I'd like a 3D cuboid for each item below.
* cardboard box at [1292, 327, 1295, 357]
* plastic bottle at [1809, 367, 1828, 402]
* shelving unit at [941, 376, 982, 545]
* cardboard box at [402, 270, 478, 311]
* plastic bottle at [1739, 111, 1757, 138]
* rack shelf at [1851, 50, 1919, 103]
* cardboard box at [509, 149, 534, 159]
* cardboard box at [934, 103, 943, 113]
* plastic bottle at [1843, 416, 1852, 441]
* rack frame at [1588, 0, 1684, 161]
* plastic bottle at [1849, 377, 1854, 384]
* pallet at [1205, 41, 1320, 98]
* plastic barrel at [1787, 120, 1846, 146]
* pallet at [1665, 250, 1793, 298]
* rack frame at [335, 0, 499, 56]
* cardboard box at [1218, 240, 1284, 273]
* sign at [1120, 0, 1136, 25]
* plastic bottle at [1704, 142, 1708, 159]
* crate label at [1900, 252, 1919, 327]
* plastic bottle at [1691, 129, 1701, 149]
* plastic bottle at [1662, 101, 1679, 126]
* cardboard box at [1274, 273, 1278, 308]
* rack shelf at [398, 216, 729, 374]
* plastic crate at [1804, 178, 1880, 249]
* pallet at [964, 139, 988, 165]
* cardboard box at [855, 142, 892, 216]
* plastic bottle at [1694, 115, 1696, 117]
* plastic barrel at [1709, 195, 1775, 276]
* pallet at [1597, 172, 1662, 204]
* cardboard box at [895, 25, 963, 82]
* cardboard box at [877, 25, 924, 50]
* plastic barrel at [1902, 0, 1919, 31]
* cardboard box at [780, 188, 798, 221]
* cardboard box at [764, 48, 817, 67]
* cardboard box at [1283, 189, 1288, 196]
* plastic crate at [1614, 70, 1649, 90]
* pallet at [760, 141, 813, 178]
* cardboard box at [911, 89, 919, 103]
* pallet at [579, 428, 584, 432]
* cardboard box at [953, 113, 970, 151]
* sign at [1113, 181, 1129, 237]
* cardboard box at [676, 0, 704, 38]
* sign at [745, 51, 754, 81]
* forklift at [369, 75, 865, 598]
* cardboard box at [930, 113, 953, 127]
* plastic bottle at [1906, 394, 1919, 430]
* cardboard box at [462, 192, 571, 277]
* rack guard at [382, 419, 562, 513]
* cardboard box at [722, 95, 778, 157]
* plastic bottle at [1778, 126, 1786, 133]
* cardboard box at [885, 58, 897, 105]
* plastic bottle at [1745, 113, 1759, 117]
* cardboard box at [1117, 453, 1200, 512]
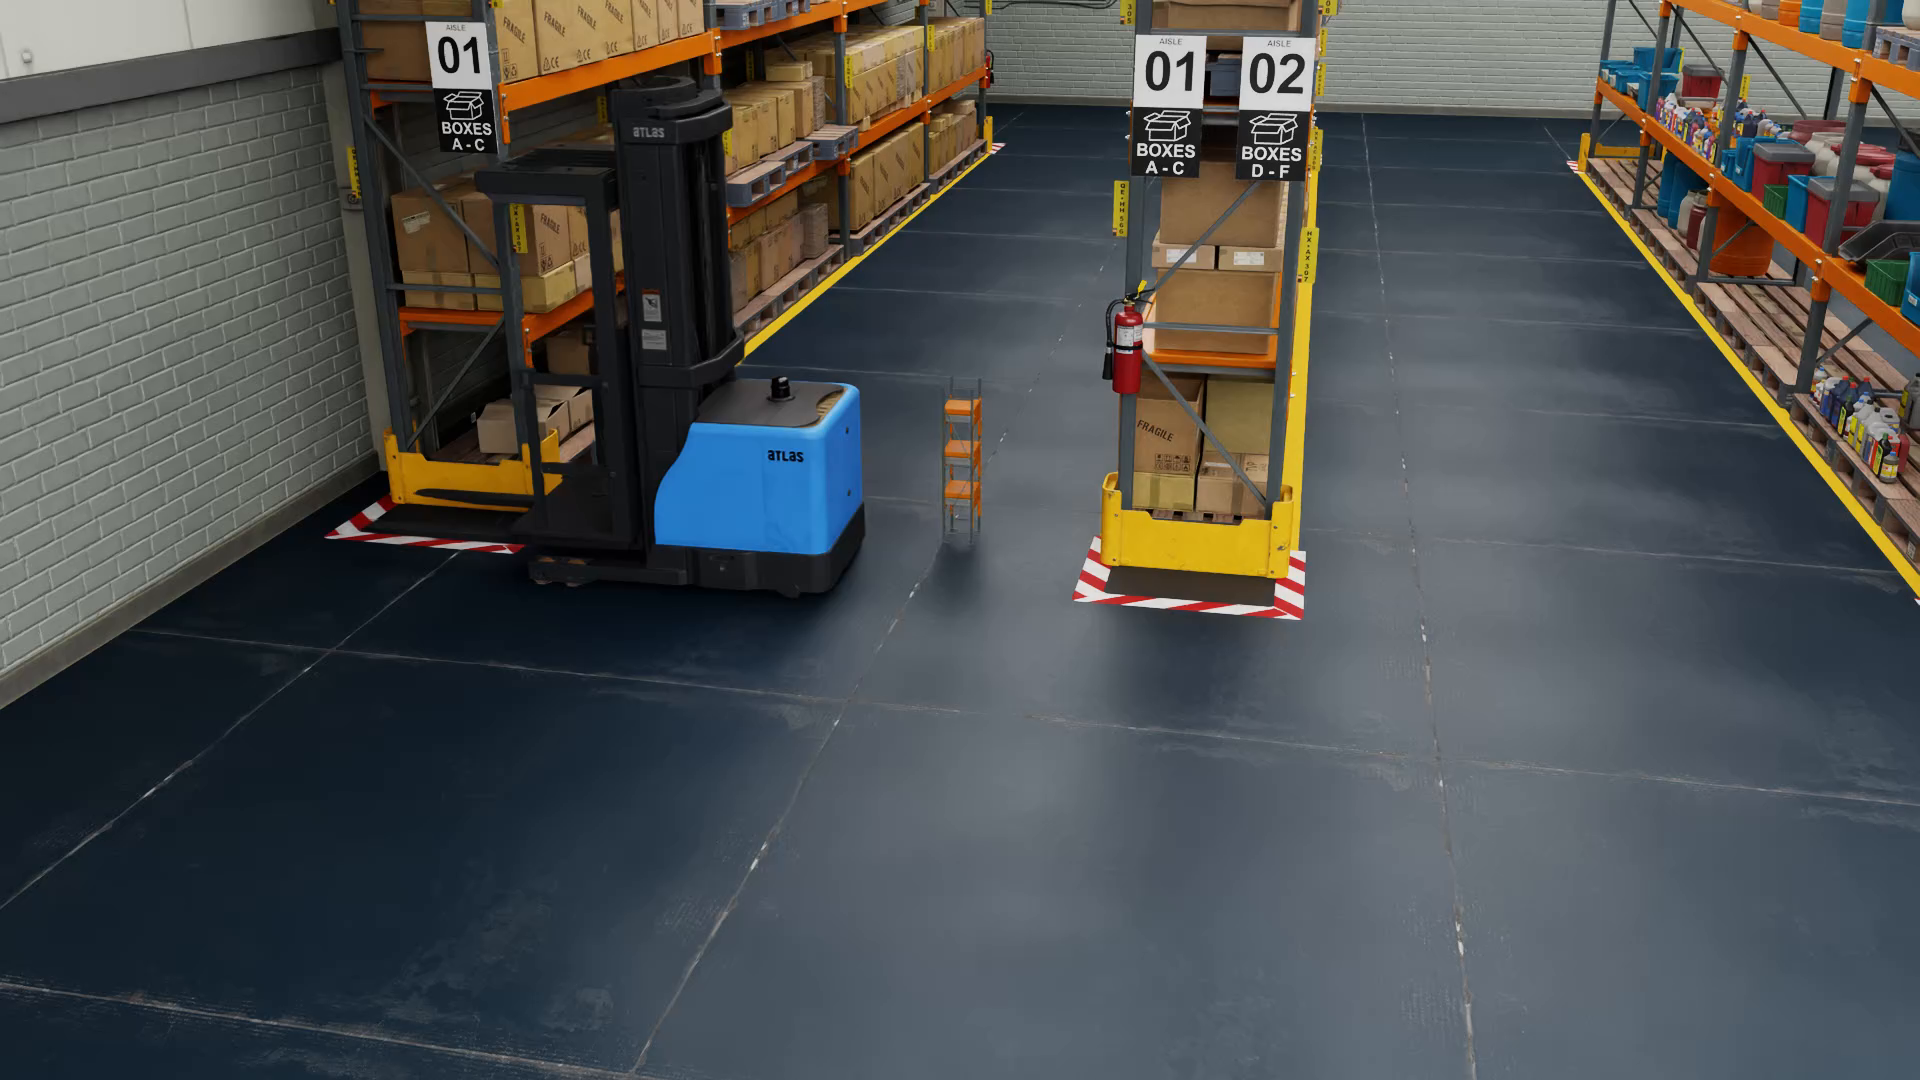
[{"bbox_3d":[2.628,-1.776,14.365,0.500,0.250,0.500,4,22,10],"label":"cardboard box"},{"bbox_3d":[6.658,-1.204,12.891,0.097,0.271,0.097,0,22,0],"label":"plastic bottle"},{"bbox_3d":[0.011,-0.507,10.706,0.215,1.050,0.252,4,22,11],"label":"shelving unit"},{"bbox_3d":[-3.457,-1.766,11.398,0.500,0.250,0.500,5,22,12],"label":"cardboard box"},{"bbox_3d":[8.516,-4.450,17.953,0.144,0.351,0.185,4,22,11],"label":"plastic bottle"},{"bbox_3d":[6.744,-2.675,10.428,1.077,0.370,4.000,4,22,11],"label":"rack shelf"},{"bbox_3d":[-3.158,-2.674,12.648,0.500,0.500,0.500,5,22,12],"label":"cardboard box"},{"bbox_3d":[-0.467,-6.349,24.519,0.380,0.149,0.250,5,22,11],"label":"cardboard box"},{"bbox_3d":[6.462,-0.820,12.032,0.097,0.201,0.097,0,22,0],"label":"plastic bottle"},{"bbox_3d":[9.601,-6.737,23.567,1.000,3.000,0.127,4,22,11],"label":"rack frame"},{"bbox_3d":[6.723,-1.081,12.570,0.061,0.283,0.133,4,22,11],"label":"plastic bottle"},{"bbox_3d":[1.657,-2.872,10.072,1.003,0.211,1.213,4,22,11],"label":"pallet"},{"bbox_3d":[8.170,-3.682,15.798,0.600,0.536,0.708,4,22,11],"label":"plastic barrel"},{"bbox_3d":[8.088,-2.810,17.547,1.003,0.211,1.213,4,22,11],"label":"pallet"},{"bbox_3d":[-3.363,-4.424,9.792,1.000,3.000,0.127,4,22,11],"label":"rack frame"},{"bbox_3d":[1.778,-1.739,10.154,0.380,0.149,0.250,4,22,11],"label":"cardboard box"},{"bbox_3d":[0.959,-3.077,9.383,0.100,0.325,0.005,4,22,11],"label":"sign"},{"bbox_3d":[7.721,-4.025,17.098,0.097,0.201,0.097,0,22,0],"label":"plastic bottle"},{"bbox_3d":[6.446,-1.596,10.754,0.502,0.435,0.616,4,22,11],"label":"crate label"},{"bbox_3d":[7.861,-4.274,17.717,0.097,0.201,0.097,0,22,0],"label":"plastic bottle"},{"bbox_3d":[8.242,-4.943,19.277,0.152,0.276,0.135,4,22,11],"label":"plastic bottle"},{"bbox_3d":[1.805,-1.854,11.309,0.700,0.500,0.500,5,22,11],"label":"cardboard box"},{"bbox_3d":[-2.955,-2.039,12.863,1.077,0.370,4.000,4,22,11],"label":"rack shelf"},{"bbox_3d":[6.951,-2.579,13.156,0.402,0.464,0.583,4,22,11],"label":"plastic crate"},{"bbox_3d":[-0.185,-5.901,25.222,1.003,0.211,1.213,4,22,11],"label":"pallet"},{"bbox_3d":[-1.267,-4.343,19.938,0.750,0.750,0.750,4,22,11],"label":"cardboard box"},{"bbox_3d":[7.991,-4.468,18.088,0.061,0.283,0.133,4,22,11],"label":"plastic bottle"},{"bbox_3d":[8.051,-3.180,17.077,0.600,0.830,0.708,4,22,11],"label":"plastic barrel"},{"bbox_3d":[9.143,-4.700,22.242,1.003,0.211,1.213,4,22,11],"label":"pallet"},{"bbox_3d":[-0.494,-6.899,23.568,0.980,0.700,0.700,3,22,8],"label":"cardboard box"},{"bbox_3d":[-0.759,-6.381,21.119,0.500,0.250,0.500,5,22,12],"label":"cardboard box"},{"bbox_3d":[6.872,-3.844,11.656,0.421,0.512,0.421,0,22,0],"label":"plastic barrel"},{"bbox_3d":[-2.004,-3.488,17.253,0.500,0.250,0.500,5,22,12],"label":"cardboard box"},{"bbox_3d":[-1.892,-5.294,18.420,0.500,0.250,0.500,5,22,12],"label":"cardboard box"},{"bbox_3d":[2.146,-2.397,11.789,0.380,0.149,0.250,5,23,13],"label":"cardboard box"},{"bbox_3d":[8.959,-6.141,22.229,0.416,0.233,0.300,4,22,11],"label":"plastic crate"},{"bbox_3d":[-2.094,-3.751,16.408,1.003,0.211,1.213,4,22,11],"label":"pallet"},{"bbox_3d":[-0.734,-5.683,21.259,0.380,0.149,0.250,5,22,12],"label":"cardboard box"},{"bbox_3d":[-2.896,-1.115,13.338,1.003,0.211,1.213,4,22,11],"label":"pallet"},{"bbox_3d":[-0.245,-6.081,24.722,0.700,0.500,0.500,4,22,11],"label":"cardboard box"},{"bbox_3d":[0.959,-1.958,9.833,0.100,0.325,0.005,4,22,11],"label":"sign"},{"bbox_3d":[-2.408,-4.346,13.455,0.500,0.500,0.500,5,22,12],"label":"cardboard box"},{"bbox_3d":[-2.275,-5.145,18.063,0.100,0.325,0.005,4,22,11],"label":"sign"},{"bbox_3d":[-2.179,-1.263,10.066,3.031,2.935,1.130,4,22,9],"label":"forklift"},{"bbox_3d":[-0.307,-5.934,23.487,0.380,0.149,0.250,4,22,9],"label":"cardboard box"},{"bbox_3d":[7.113,-0.964,12.288,0.152,0.276,0.135,4,22,11],"label":"plastic bottle"},{"bbox_3d":[-2.971,-2.080,11.174,0.500,0.500,0.500,4,22,11],"label":"cardboard box"},{"bbox_3d":[-3.347,-0.509,11.449,1.175,0.500,0.348,4,22,11],"label":"rack guard"},{"bbox_3d":[-2.185,-3.985,16.010,0.700,0.500,0.500,8,23,18],"label":"cardboard box"},{"bbox_3d":[8.586,-4.190,17.399,0.061,0.283,0.133,4,22,11],"label":"plastic bottle"},{"bbox_3d":[-1.064,-5.482,19.891,0.500,0.500,0.500,5,22,12],"label":"cardboard box"},{"bbox_3d":[8.768,-4.596,18.416,0.152,0.276,0.135,4,22,11],"label":"plastic bottle"},{"bbox_3d":[1.307,-0.403,10.957,0.500,0.250,0.500,4,22,11],"label":"cardboard box"}]
